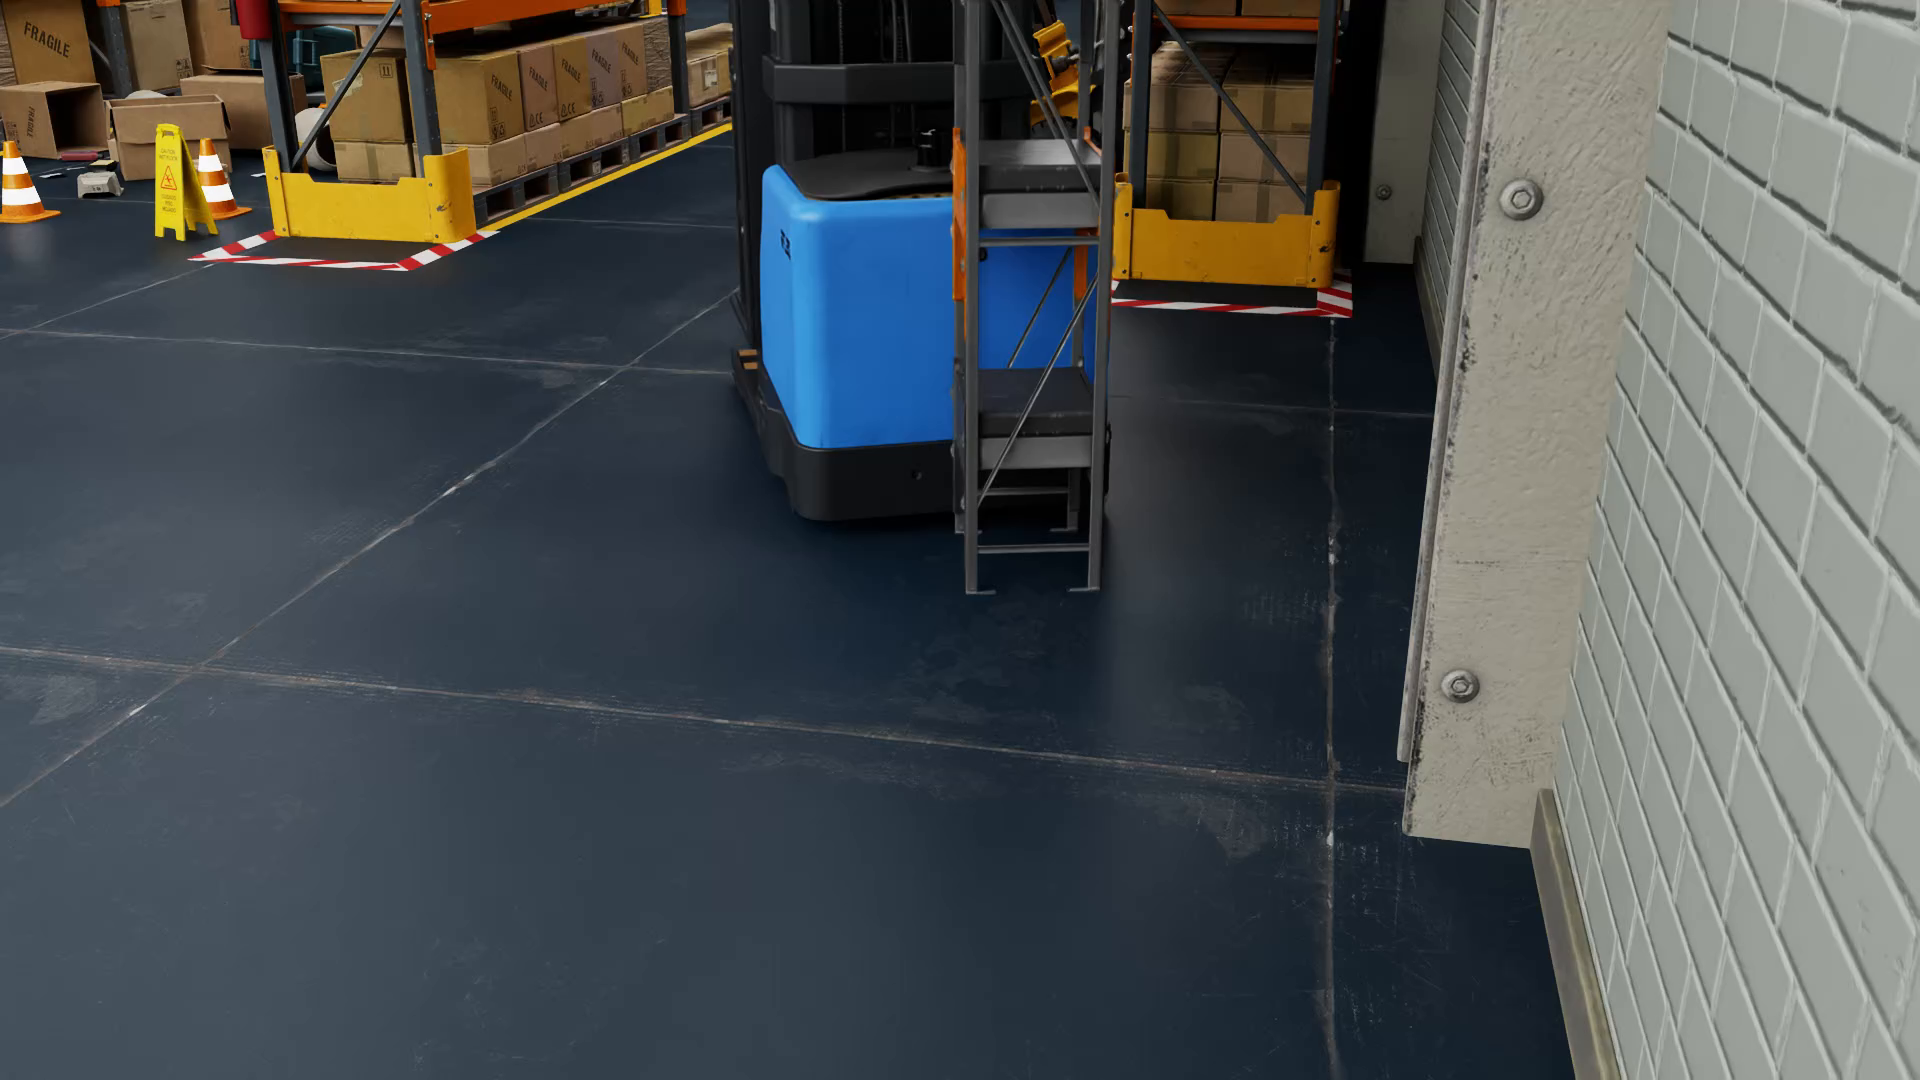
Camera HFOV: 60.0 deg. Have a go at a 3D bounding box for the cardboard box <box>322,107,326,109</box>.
[{"bbox_3d":[-4.929,-3.239,13.041,0.258,0.266,0.396,-11,25,-26],"label":"cardboard box"}]

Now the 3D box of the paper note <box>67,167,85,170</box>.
[{"bbox_3d":[-6.383,-2.682,12.000,0.032,0.001,0.123,18,28,38],"label":"paper note"}]

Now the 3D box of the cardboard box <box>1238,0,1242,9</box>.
[{"bbox_3d":[1.341,-3.237,9.242,0.500,0.500,0.500,5,23,13],"label":"cardboard box"}]

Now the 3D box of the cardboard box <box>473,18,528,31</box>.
[{"bbox_3d":[-3.286,-3.687,11.738,0.380,0.149,0.250,6,23,14],"label":"cardboard box"}]

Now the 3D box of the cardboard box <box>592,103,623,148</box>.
[{"bbox_3d":[-2.726,-2.943,11.765,0.500,0.250,0.500,5,22,12],"label":"cardboard box"}]

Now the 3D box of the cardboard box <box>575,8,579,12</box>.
[{"bbox_3d":[-5.429,-7.279,22.665,0.380,0.149,0.250,4,22,9],"label":"cardboard box"}]

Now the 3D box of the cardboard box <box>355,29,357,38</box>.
[{"bbox_3d":[-6.833,-5.741,18.377,0.500,0.500,0.500,4,22,11],"label":"cardboard box"}]

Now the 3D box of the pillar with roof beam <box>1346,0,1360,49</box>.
[{"bbox_3d":[0.641,-10.487,19.348,9.100,9.000,0.400,4,22,11],"label":"pillar with roof beam"}]

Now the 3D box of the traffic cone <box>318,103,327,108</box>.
[{"bbox_3d":[-5.776,-4.181,15.115,0.336,0.463,0.334,4,22,11],"label":"traffic cone"}]

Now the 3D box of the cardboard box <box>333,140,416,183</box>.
[{"bbox_3d":[-3.571,-2.423,10.473,0.500,0.250,0.500,4,22,11],"label":"cardboard box"}]

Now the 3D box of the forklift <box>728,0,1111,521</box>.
[{"bbox_3d":[-0.333,-1.940,6.246,1.130,2.935,3.031,-5,22,-12],"label":"forklift"}]

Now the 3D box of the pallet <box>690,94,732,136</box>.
[{"bbox_3d":[-2.504,-3.633,14.092,1.003,0.211,1.213,4,22,11],"label":"pallet"}]

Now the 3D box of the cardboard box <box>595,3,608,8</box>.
[{"bbox_3d":[-5.178,-7.555,23.351,0.380,0.149,0.250,5,22,12],"label":"cardboard box"}]

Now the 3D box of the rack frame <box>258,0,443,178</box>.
[{"bbox_3d":[-3.478,-3.179,9.231,1.000,3.000,0.127,4,22,11],"label":"rack frame"}]

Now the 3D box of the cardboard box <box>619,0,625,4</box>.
[{"bbox_3d":[-5.074,-7.843,24.066,0.380,0.149,0.250,4,22,11],"label":"cardboard box"}]

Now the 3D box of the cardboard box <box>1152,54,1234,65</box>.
[{"bbox_3d":[1.363,-2.750,9.946,0.500,0.250,0.500,5,22,12],"label":"cardboard box"}]

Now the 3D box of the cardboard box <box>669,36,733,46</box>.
[{"bbox_3d":[-2.273,-4.327,15.038,0.950,0.372,0.625,5,23,13],"label":"cardboard box"}]

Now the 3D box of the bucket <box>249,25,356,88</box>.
[{"bbox_3d":[-5.299,-3.943,13.476,0.726,0.611,0.620,13,15,29],"label":"bucket"}]

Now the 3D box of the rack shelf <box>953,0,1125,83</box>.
[{"bbox_3d":[0.200,-1.542,4.535,0.431,0.518,0.480,-1,22,-4],"label":"rack shelf"}]

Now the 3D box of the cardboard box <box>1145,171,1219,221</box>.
[{"bbox_3d":[1.169,-1.917,9.217,0.500,0.250,0.500,5,22,11],"label":"cardboard box"}]

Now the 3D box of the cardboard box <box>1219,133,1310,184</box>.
[{"bbox_3d":[1.682,-2.109,9.024,0.500,0.250,0.500,5,22,12],"label":"cardboard box"}]

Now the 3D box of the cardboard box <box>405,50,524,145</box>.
[{"bbox_3d":[-3.038,-2.729,10.228,0.500,0.500,0.500,4,22,9],"label":"cardboard box"}]

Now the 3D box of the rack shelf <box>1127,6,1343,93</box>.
[{"bbox_3d":[1.790,-3.199,10.246,1.077,0.370,4.000,4,22,11],"label":"rack shelf"}]

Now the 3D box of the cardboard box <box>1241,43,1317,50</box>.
[{"bbox_3d":[2.082,-3.083,10.773,0.500,0.250,0.500,5,22,11],"label":"cardboard box"}]

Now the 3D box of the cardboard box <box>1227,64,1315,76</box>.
[{"bbox_3d":[1.764,-2.529,9.398,0.500,0.250,0.500,4,22,11],"label":"cardboard box"}]

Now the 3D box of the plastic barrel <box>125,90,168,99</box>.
[{"bbox_3d":[-6.258,-3.255,12.869,0.421,0.421,0.512,-16,27,-35],"label":"plastic barrel"}]

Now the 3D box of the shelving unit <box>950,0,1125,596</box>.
[{"bbox_3d":[0.200,-0.905,4.791,0.431,2.100,0.503,-1,22,-4],"label":"shelving unit"}]

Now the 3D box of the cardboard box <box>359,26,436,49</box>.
[{"bbox_3d":[-3.560,-3.199,10.528,0.380,0.149,0.250,5,22,12],"label":"cardboard box"}]

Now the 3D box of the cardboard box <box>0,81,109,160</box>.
[{"bbox_3d":[-6.840,-3.178,12.571,0.500,0.500,0.500,8,23,20],"label":"cardboard box"}]

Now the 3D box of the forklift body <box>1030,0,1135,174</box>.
[{"bbox_3d":[-0.017,-3.241,10.521,2.313,2.155,1.214,4,22,11],"label":"forklift body"}]

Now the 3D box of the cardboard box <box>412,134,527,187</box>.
[{"bbox_3d":[-3.042,-2.372,10.347,0.500,0.250,0.500,4,22,10],"label":"cardboard box"}]

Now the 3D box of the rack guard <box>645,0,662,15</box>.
[{"bbox_3d":[-5.095,-8.183,25.004,1.175,0.500,0.348,4,22,11],"label":"rack guard"}]

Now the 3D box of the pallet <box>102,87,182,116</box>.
[{"bbox_3d":[-7.444,-3.976,14.945,1.003,0.211,1.213,4,22,11],"label":"pallet"}]

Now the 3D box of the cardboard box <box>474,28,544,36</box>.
[{"bbox_3d":[-3.251,-3.327,11.715,0.500,0.500,0.500,6,23,14],"label":"cardboard box"}]

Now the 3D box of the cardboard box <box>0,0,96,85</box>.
[{"bbox_3d":[-7.725,-3.967,13.469,0.875,0.875,0.875,5,22,12],"label":"cardboard box"}]

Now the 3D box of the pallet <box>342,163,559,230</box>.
[{"bbox_3d":[-3.262,-2.207,10.552,1.003,0.211,1.213,4,22,11],"label":"pallet"}]

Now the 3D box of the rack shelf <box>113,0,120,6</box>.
[{"bbox_3d":[-7.120,-5.380,15.659,1.077,0.370,4.000,4,22,11],"label":"rack shelf"}]

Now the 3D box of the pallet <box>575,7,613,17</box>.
[{"bbox_3d":[-5.546,-7.310,23.222,1.003,0.211,1.213,4,22,11],"label":"pallet"}]

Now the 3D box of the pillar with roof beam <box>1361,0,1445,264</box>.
[{"bbox_3d":[-1.808,-6.099,8.451,9.100,9.000,0.400,4,22,11],"label":"pillar with roof beam"}]

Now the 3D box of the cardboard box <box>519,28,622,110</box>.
[{"bbox_3d":[-2.725,-3.299,11.645,0.500,0.500,0.500,6,23,14],"label":"cardboard box"}]

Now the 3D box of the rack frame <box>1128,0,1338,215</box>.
[{"bbox_3d":[1.382,-2.802,8.295,1.000,3.000,0.127,4,22,11],"label":"rack frame"}]

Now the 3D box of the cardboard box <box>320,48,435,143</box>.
[{"bbox_3d":[-3.569,-2.759,10.303,0.500,0.500,0.500,5,22,11],"label":"cardboard box"}]
